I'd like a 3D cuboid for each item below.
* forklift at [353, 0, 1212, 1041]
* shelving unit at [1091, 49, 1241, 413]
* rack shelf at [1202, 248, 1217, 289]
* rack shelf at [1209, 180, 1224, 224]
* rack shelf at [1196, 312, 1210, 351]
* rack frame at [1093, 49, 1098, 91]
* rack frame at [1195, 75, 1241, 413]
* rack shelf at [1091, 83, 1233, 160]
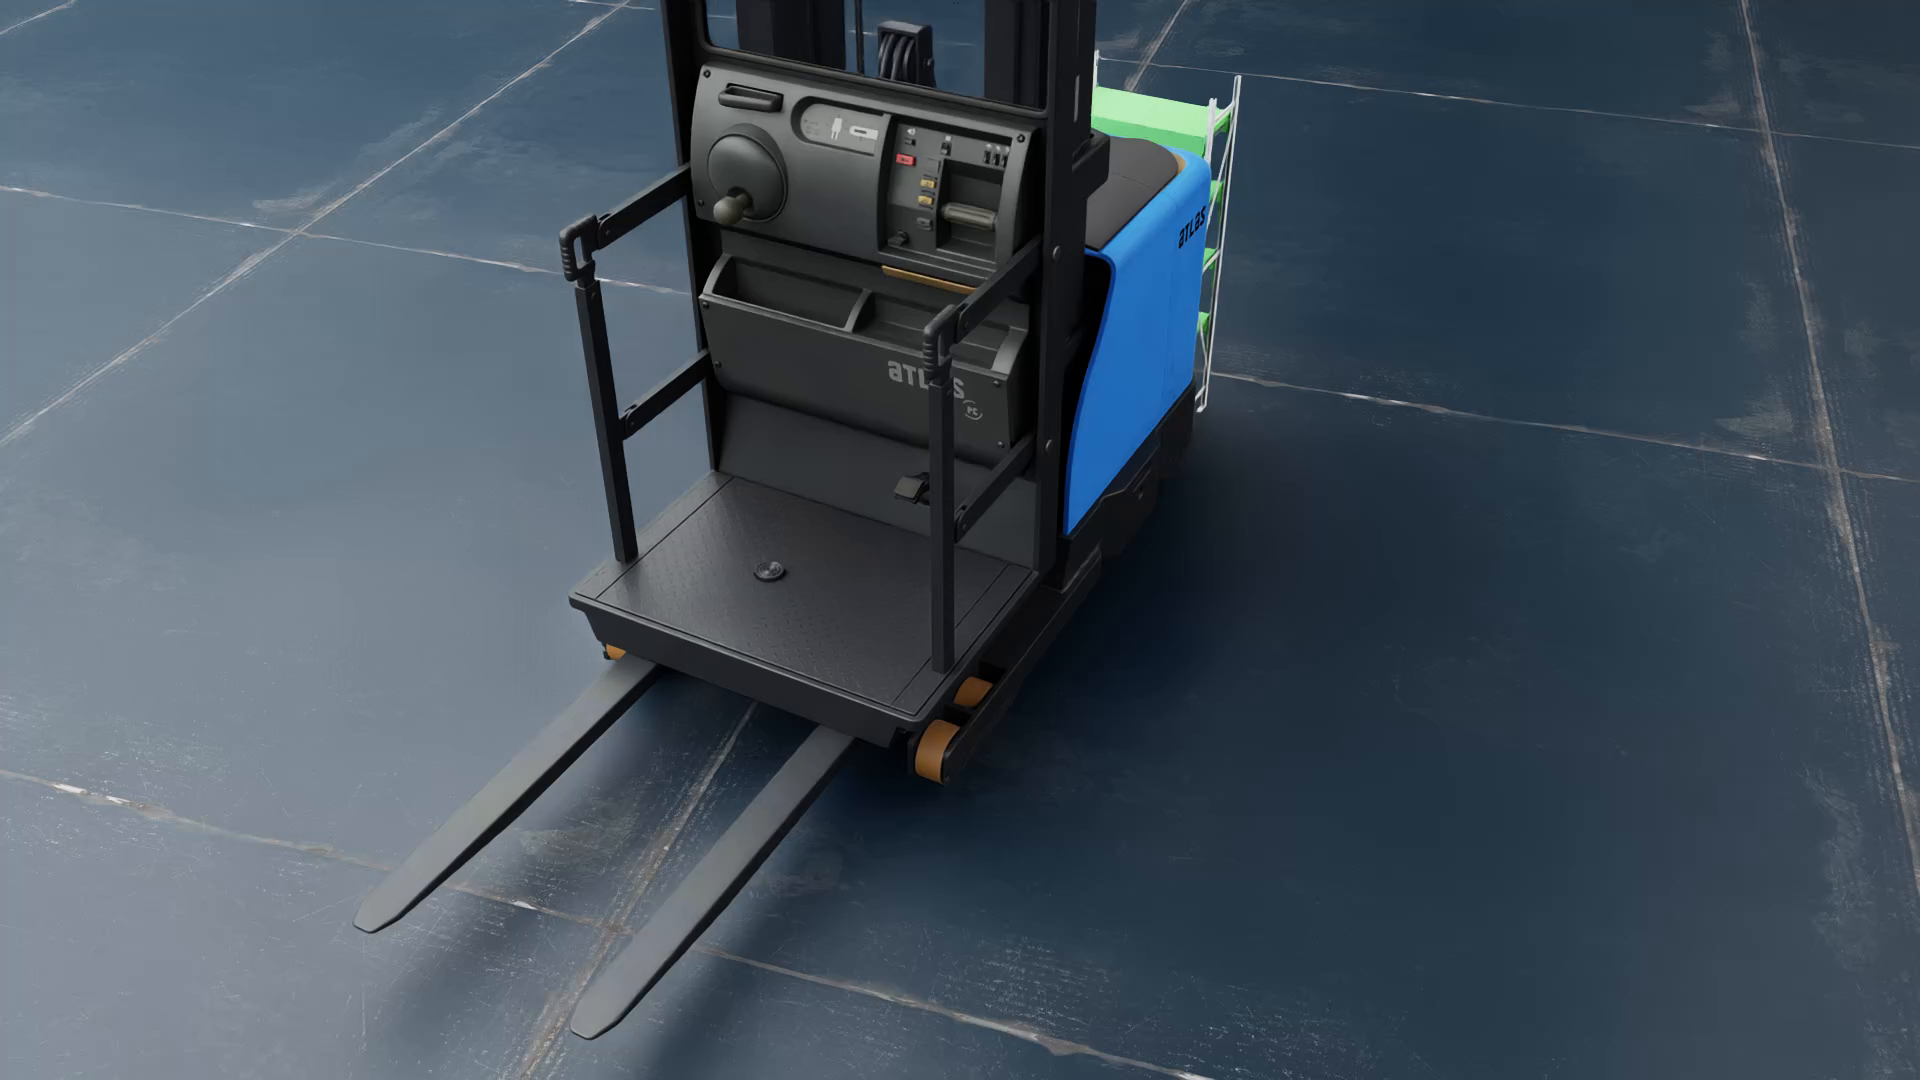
[{"bbox_3d":[-0.357,-0.846,3.927,1.130,2.935,3.031,17,40,22],"label":"forklift"},{"bbox_3d":[0.598,-0.970,5.553,0.503,1.200,0.258,17,39,22],"label":"shelving unit"},{"bbox_3d":[0.598,-0.919,5.590,0.480,0.148,0.258,17,39,22],"label":"rack shelf"},{"bbox_3d":[0.599,-1.113,5.450,0.480,0.148,0.258,17,39,22],"label":"rack shelf"},{"bbox_3d":[0.596,-0.724,5.731,0.480,0.148,0.258,17,39,22],"label":"rack shelf"},{"bbox_3d":[0.382,-1.038,5.645,0.015,1.200,0.240,17,39,22],"label":"rack frame"},{"bbox_3d":[0.814,-0.903,5.462,0.015,1.200,0.240,17,39,22],"label":"rack frame"},{"bbox_3d":[0.601,-1.308,5.310,0.480,0.148,0.258,17,39,22],"label":"rack shelf"}]
